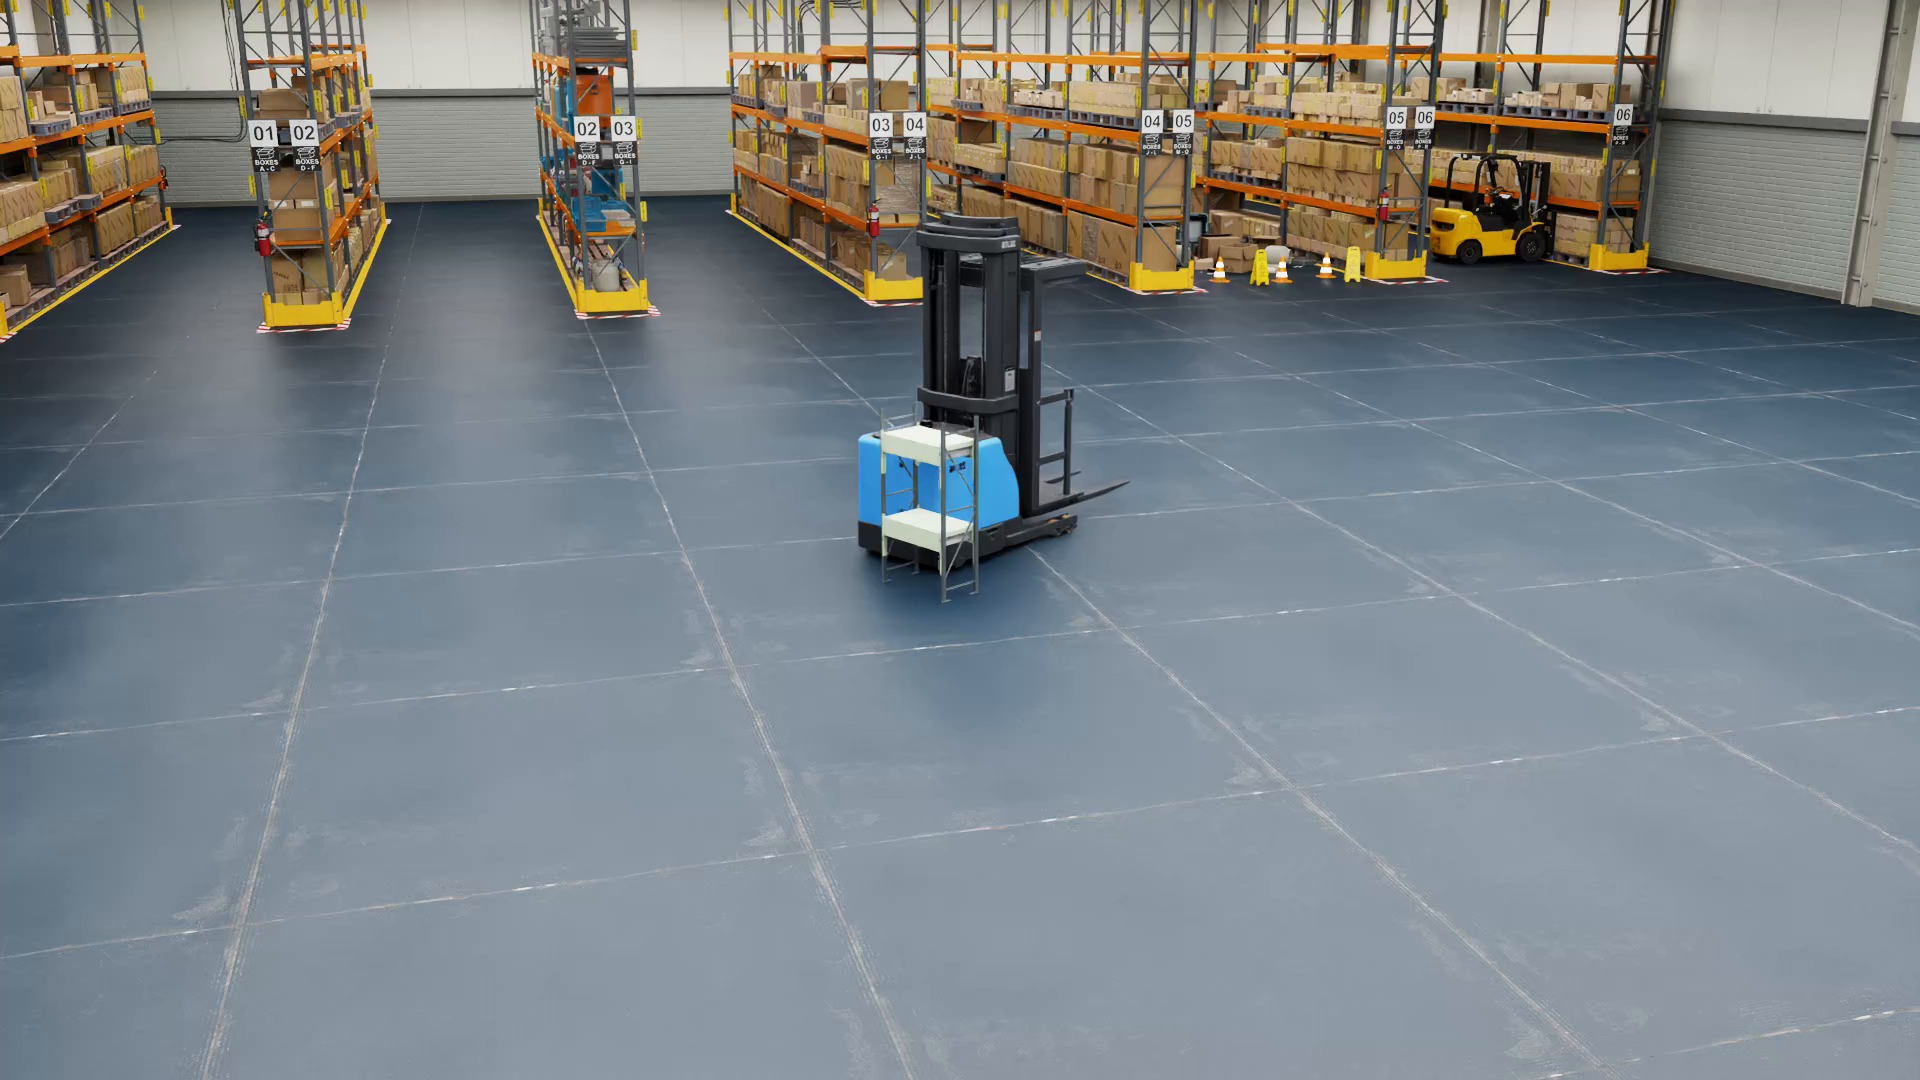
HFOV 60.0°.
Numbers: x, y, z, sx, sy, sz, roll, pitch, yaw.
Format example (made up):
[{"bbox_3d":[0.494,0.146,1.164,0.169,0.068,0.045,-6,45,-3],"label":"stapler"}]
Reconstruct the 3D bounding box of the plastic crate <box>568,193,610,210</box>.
[{"bbox_3d":[-6.922,-6.263,30.993,0.767,0.338,0.504,-5,17,-15],"label":"plastic crate"}]

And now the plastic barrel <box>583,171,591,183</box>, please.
[{"bbox_3d":[-7.555,-7.340,34.276,0.421,0.512,0.421,0,17,0],"label":"plastic barrel"}]

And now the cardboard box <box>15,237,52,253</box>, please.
[{"bbox_3d":[-16.812,-5.361,30.159,0.500,0.250,0.500,-5,17,-16],"label":"cardboard box"}]

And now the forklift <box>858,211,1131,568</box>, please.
[{"bbox_3d":[0.443,-1.516,15.203,1.130,2.935,3.031,14,22,39],"label":"forklift"}]

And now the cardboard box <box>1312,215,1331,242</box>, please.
[{"bbox_3d":[7.549,-6.391,34.057,0.500,0.500,0.500,-4,17,-12],"label":"cardboard box"}]

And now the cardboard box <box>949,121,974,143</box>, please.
[{"bbox_3d":[0.027,-10.194,41.543,0.500,0.500,0.500,-5,18,-17],"label":"cardboard box"}]

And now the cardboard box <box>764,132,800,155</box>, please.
[{"bbox_3d":[-4.197,-9.404,39.425,0.797,0.503,0.637,-5,17,-17],"label":"cardboard box"}]

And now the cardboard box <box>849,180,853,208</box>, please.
[{"bbox_3d":[-1.556,-6.348,30.477,0.875,0.500,0.500,-5,17,-15],"label":"cardboard box"}]

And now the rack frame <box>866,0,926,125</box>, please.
[{"bbox_3d":[-1.082,-8.606,28.257,1.000,3.000,0.127,-5,17,-15],"label":"rack frame"}]

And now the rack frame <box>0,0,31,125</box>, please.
[{"bbox_3d":[-16.470,-8.537,28.029,1.000,3.000,0.127,-5,17,-15],"label":"rack frame"}]

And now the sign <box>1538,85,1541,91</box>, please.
[{"bbox_3d":[12.652,-9.782,36.352,0.100,0.325,0.005,-5,17,-15],"label":"sign"}]

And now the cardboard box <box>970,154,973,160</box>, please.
[{"bbox_3d":[0.448,-9.131,39.625,0.380,0.149,0.250,-5,17,-16],"label":"cardboard box"}]

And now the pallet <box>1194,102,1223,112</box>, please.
[{"bbox_3d":[6.020,-10.249,39.270,1.213,0.211,1.003,-4,17,-13],"label":"pallet"}]

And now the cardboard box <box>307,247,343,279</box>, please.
[{"bbox_3d":[-10.951,-4.775,28.678,0.500,0.500,0.500,-5,17,-15],"label":"cardboard box"}]

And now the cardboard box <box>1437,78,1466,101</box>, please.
[{"bbox_3d":[11.264,-10.355,38.216,0.500,0.500,0.500,-4,17,-14],"label":"cardboard box"}]

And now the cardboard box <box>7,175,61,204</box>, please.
[{"bbox_3d":[-16.934,-6.401,30.407,0.700,0.500,0.500,-2,17,-8],"label":"cardboard box"}]

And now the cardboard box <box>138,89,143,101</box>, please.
[{"bbox_3d":[-19.167,-10.272,38.374,0.500,0.250,0.500,-5,18,-17],"label":"cardboard box"}]

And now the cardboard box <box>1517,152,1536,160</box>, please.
[{"bbox_3d":[12.130,-8.191,35.486,0.380,0.149,0.250,-4,17,-14],"label":"cardboard box"}]

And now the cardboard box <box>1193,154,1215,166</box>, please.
[{"bbox_3d":[5.870,-9.010,39.424,0.500,0.250,0.500,-5,17,-15],"label":"cardboard box"}]

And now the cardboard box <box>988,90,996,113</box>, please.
[{"bbox_3d":[0.965,-10.069,38.169,0.500,0.500,0.500,-5,17,-15],"label":"cardboard box"}]

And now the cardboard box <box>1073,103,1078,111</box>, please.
[{"bbox_3d":[2.461,-8.569,32.883,0.380,0.149,0.250,-5,17,-15],"label":"cardboard box"}]

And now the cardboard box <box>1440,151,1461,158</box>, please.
[{"bbox_3d":[11.284,-8.870,38.262,0.380,0.149,0.250,-5,17,-17],"label":"cardboard box"}]

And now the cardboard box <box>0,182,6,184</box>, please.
[{"bbox_3d":[-16.541,-5.814,28.315,0.500,0.500,0.500,-5,17,-17],"label":"cardboard box"}]

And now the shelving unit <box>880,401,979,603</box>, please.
[{"bbox_3d":[-0.254,-0.321,13.712,0.431,1.500,0.755,-15,23,-41],"label":"shelving unit"}]

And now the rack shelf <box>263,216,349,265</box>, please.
[{"bbox_3d":[-11.158,-5.159,28.461,1.077,0.370,4.000,-5,17,-15],"label":"rack shelf"}]

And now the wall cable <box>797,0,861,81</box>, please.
[{"bbox_3d":[-3.719,-16.409,48.642,2.277,5.999,0.120,-5,17,-15],"label":"wall cable"}]

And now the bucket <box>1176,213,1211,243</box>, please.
[{"bbox_3d":[4.869,-6.508,34.749,0.726,0.611,0.620,1,7,4],"label":"bucket"}]

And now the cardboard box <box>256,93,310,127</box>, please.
[{"bbox_3d":[-10.762,-6.864,26.519,0.797,0.503,0.637,-3,17,-11],"label":"cardboard box"}]

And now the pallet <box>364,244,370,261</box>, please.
[{"bbox_3d":[-12.976,-6.037,34.981,1.003,0.211,1.213,-5,17,-15],"label":"pallet"}]

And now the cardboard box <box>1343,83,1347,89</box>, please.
[{"bbox_3d":[9.974,-11.542,42.263,0.380,0.149,0.250,-4,17,-14],"label":"cardboard box"}]

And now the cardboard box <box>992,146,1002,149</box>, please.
[{"bbox_3d":[0.995,-9.399,40.000,0.380,0.149,0.250,-5,18,-17],"label":"cardboard box"}]

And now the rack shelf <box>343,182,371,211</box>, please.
[{"bbox_3d":[-13.357,-7.372,35.828,1.077,0.370,4.000,-5,17,-15],"label":"rack shelf"}]

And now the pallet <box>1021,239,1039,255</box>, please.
[{"bbox_3d":[1.992,-6.413,36.233,1.003,0.211,1.213,-5,17,-15],"label":"pallet"}]

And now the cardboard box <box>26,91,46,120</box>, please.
[{"bbox_3d":[-16.882,-7.848,30.046,0.500,0.500,0.500,-5,18,-17],"label":"cardboard box"}]

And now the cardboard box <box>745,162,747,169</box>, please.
[{"bbox_3d":[-5.201,-9.416,41.819,0.380,0.149,0.250,-4,17,-14],"label":"cardboard box"}]

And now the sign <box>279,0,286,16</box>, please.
[{"bbox_3d":[-13.326,-10.476,32.722,0.100,0.325,0.005,-5,17,-15],"label":"sign"}]

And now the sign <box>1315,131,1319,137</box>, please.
[{"bbox_3d":[9.400,-10.598,43.814,0.100,0.325,0.005,-5,17,-15],"label":"sign"}]

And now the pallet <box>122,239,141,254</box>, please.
[{"bbox_3d":[-18.384,-6.334,35.969,1.003,0.211,1.213,-5,17,-15],"label":"pallet"}]

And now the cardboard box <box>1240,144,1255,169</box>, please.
[{"bbox_3d":[6.581,-8.549,37.074,0.500,0.500,0.500,-5,18,-17],"label":"cardboard box"}]

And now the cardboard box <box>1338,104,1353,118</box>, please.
[{"bbox_3d":[7.762,-8.426,32.616,0.500,0.250,0.500,-4,17,-14],"label":"cardboard box"}]

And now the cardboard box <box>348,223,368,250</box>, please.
[{"bbox_3d":[-12.657,-6.325,34.673,0.500,0.500,0.500,-4,17,-13],"label":"cardboard box"}]

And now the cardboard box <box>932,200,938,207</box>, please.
[{"bbox_3d":[-0.510,-8.836,43.676,0.380,0.149,0.250,-6,18,-18],"label":"cardboard box"}]

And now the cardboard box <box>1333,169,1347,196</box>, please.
[{"bbox_3d":[7.765,-7.112,33.022,0.500,0.500,0.500,-5,17,-16],"label":"cardboard box"}]

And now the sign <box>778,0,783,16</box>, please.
[{"bbox_3d":[-3.814,-11.297,35.317,0.100,0.325,0.005,-5,17,-15],"label":"sign"}]

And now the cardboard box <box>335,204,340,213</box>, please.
[{"bbox_3d":[-11.755,-6.198,31.105,0.380,0.149,0.250,-5,17,-15],"label":"cardboard box"}]

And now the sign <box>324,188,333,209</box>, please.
[{"bbox_3d":[-10.073,-5.445,26.521,0.100,0.325,0.005,-5,17,-15],"label":"sign"}]

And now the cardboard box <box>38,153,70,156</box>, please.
[{"bbox_3d":[-18.082,-7.578,33.235,0.500,0.250,0.500,-5,18,-17],"label":"cardboard box"}]

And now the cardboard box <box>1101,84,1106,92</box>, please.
[{"bbox_3d":[2.876,-8.532,31.373,0.380,0.149,0.250,-5,17,-15],"label":"cardboard box"}]

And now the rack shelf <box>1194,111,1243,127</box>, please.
[{"bbox_3d":[5.698,-10.374,40.609,1.077,0.370,4.000,-5,17,-15],"label":"rack shelf"}]

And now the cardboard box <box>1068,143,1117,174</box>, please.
[{"bbox_3d":[2.683,-7.687,33.490,0.875,0.550,0.550,-5,17,-15],"label":"cardboard box"}]

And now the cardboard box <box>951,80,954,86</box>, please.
[{"bbox_3d":[-0.015,-11.348,41.300,0.380,0.149,0.250,-4,17,-14],"label":"cardboard box"}]

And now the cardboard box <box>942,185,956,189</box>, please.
[{"bbox_3d":[-0.280,-9.443,44.663,0.380,0.149,0.250,-4,17,-14],"label":"cardboard box"}]
